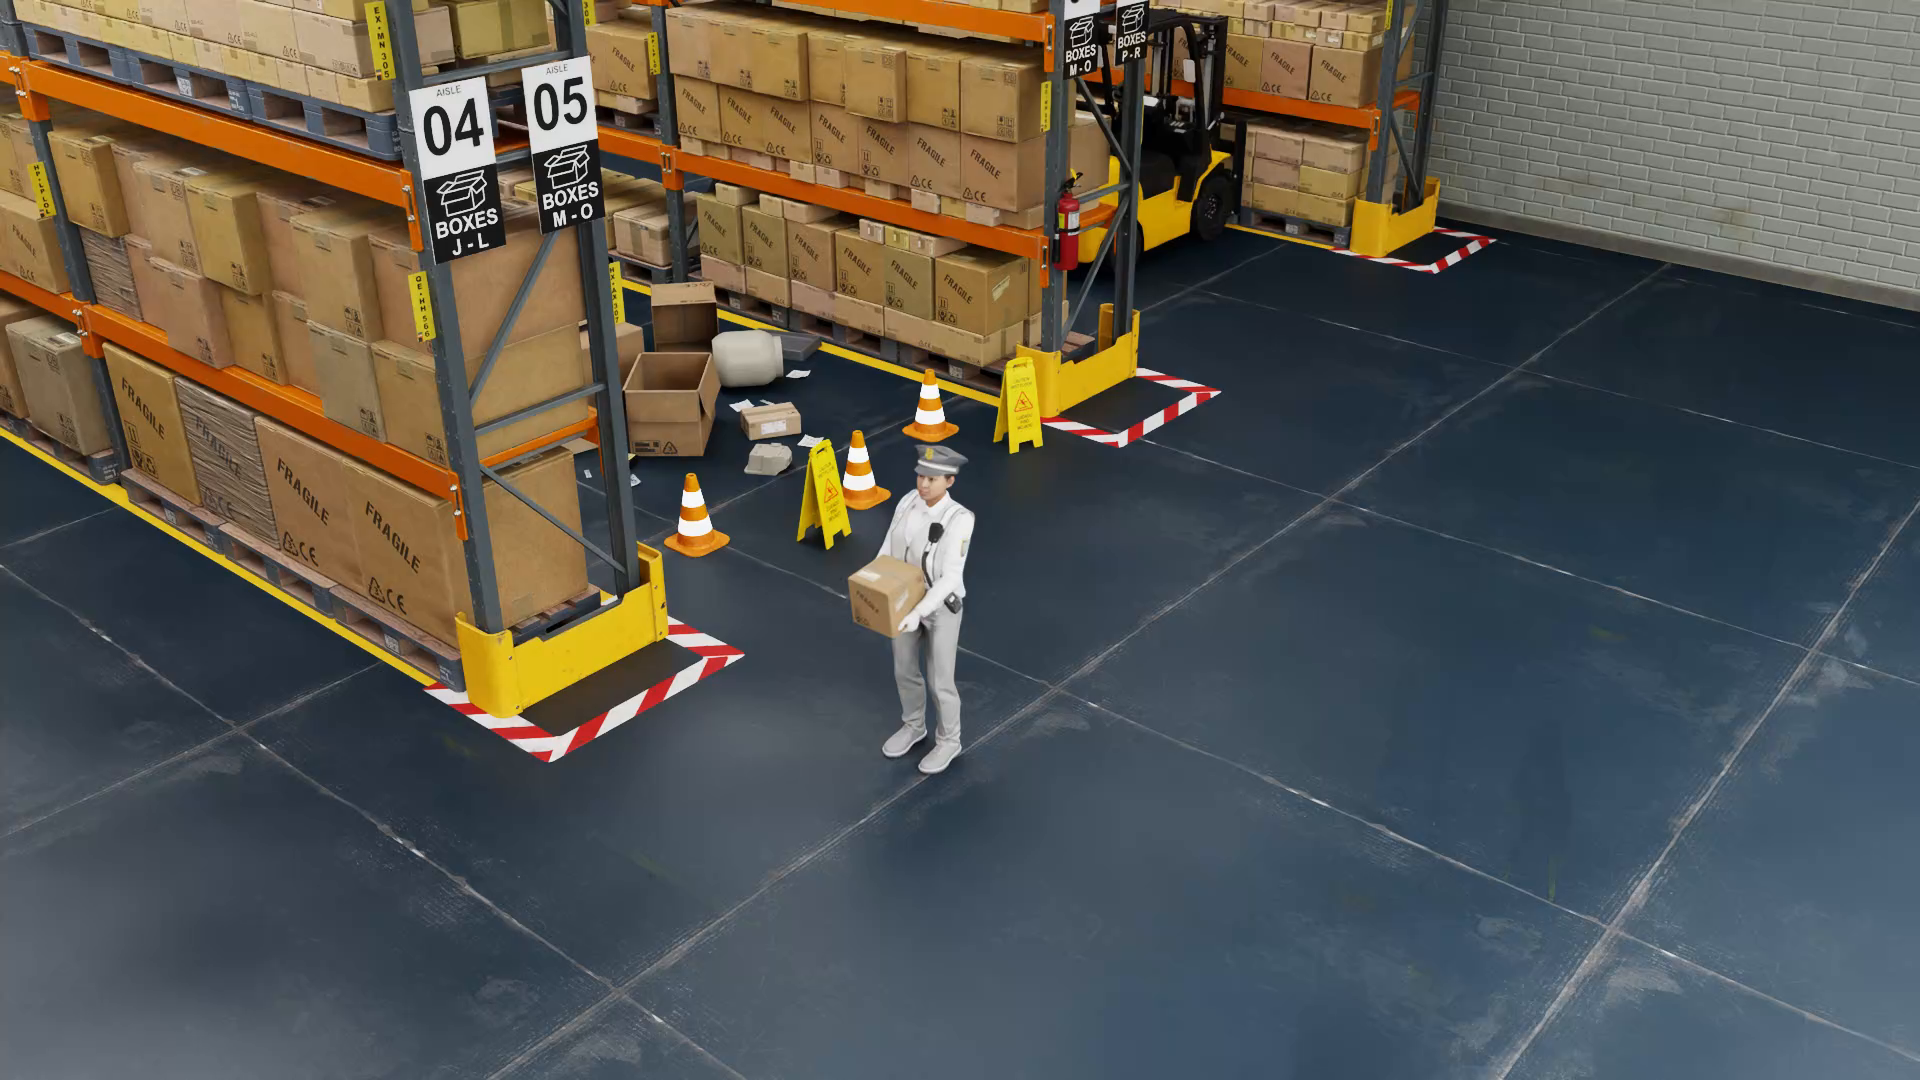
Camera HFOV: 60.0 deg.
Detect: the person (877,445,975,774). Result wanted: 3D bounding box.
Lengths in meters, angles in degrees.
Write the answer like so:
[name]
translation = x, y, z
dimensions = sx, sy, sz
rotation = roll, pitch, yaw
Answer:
[person]
translation = -0.202, 0.337, 7.943
dimensions = 0.460, 1.686, 0.563
rotation = 21, 34, 35
